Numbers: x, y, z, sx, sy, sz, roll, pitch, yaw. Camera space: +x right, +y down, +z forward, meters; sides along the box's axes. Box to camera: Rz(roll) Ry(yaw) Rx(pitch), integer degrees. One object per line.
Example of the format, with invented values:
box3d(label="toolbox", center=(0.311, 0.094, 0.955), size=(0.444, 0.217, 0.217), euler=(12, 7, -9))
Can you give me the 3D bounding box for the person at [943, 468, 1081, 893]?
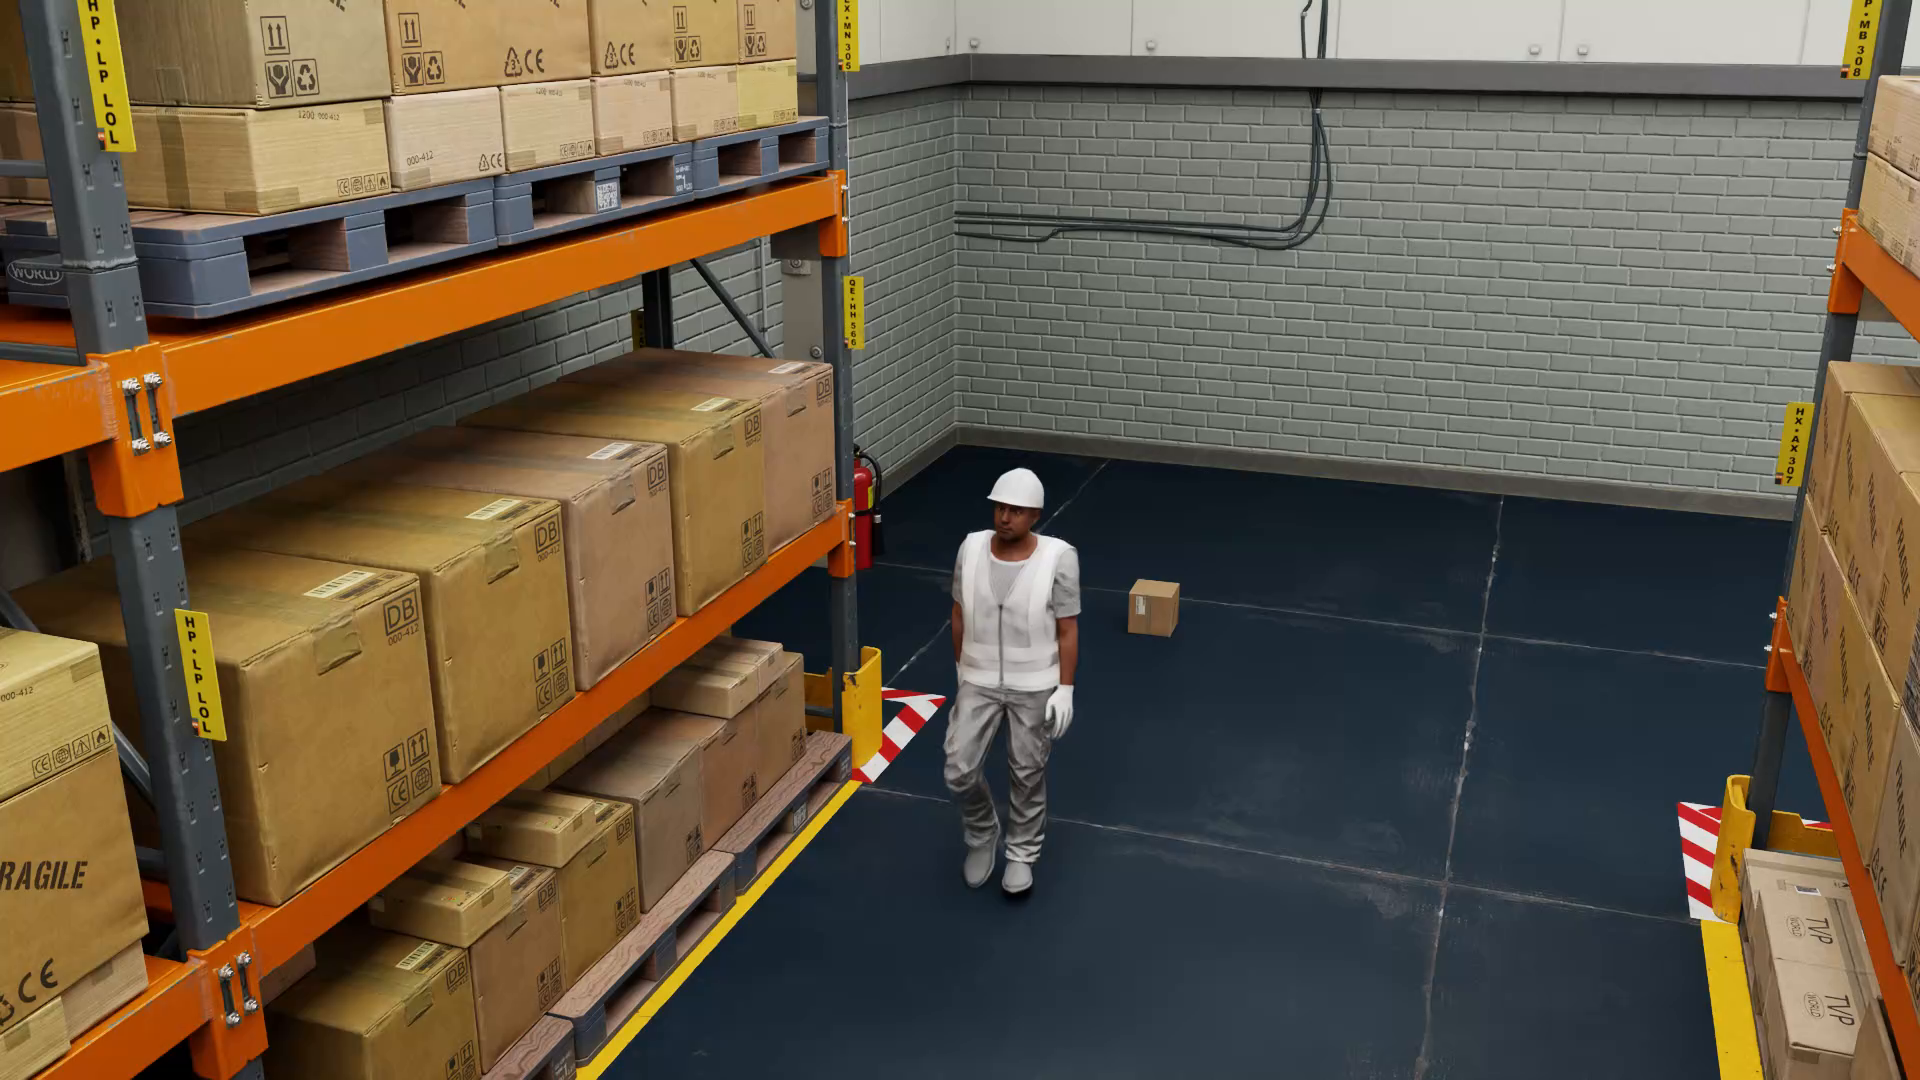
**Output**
box3d(label="person", center=(0.196, 0.601, 6.680), size=(0.551, 1.805, 0.459), euler=(5, 19, 14))
